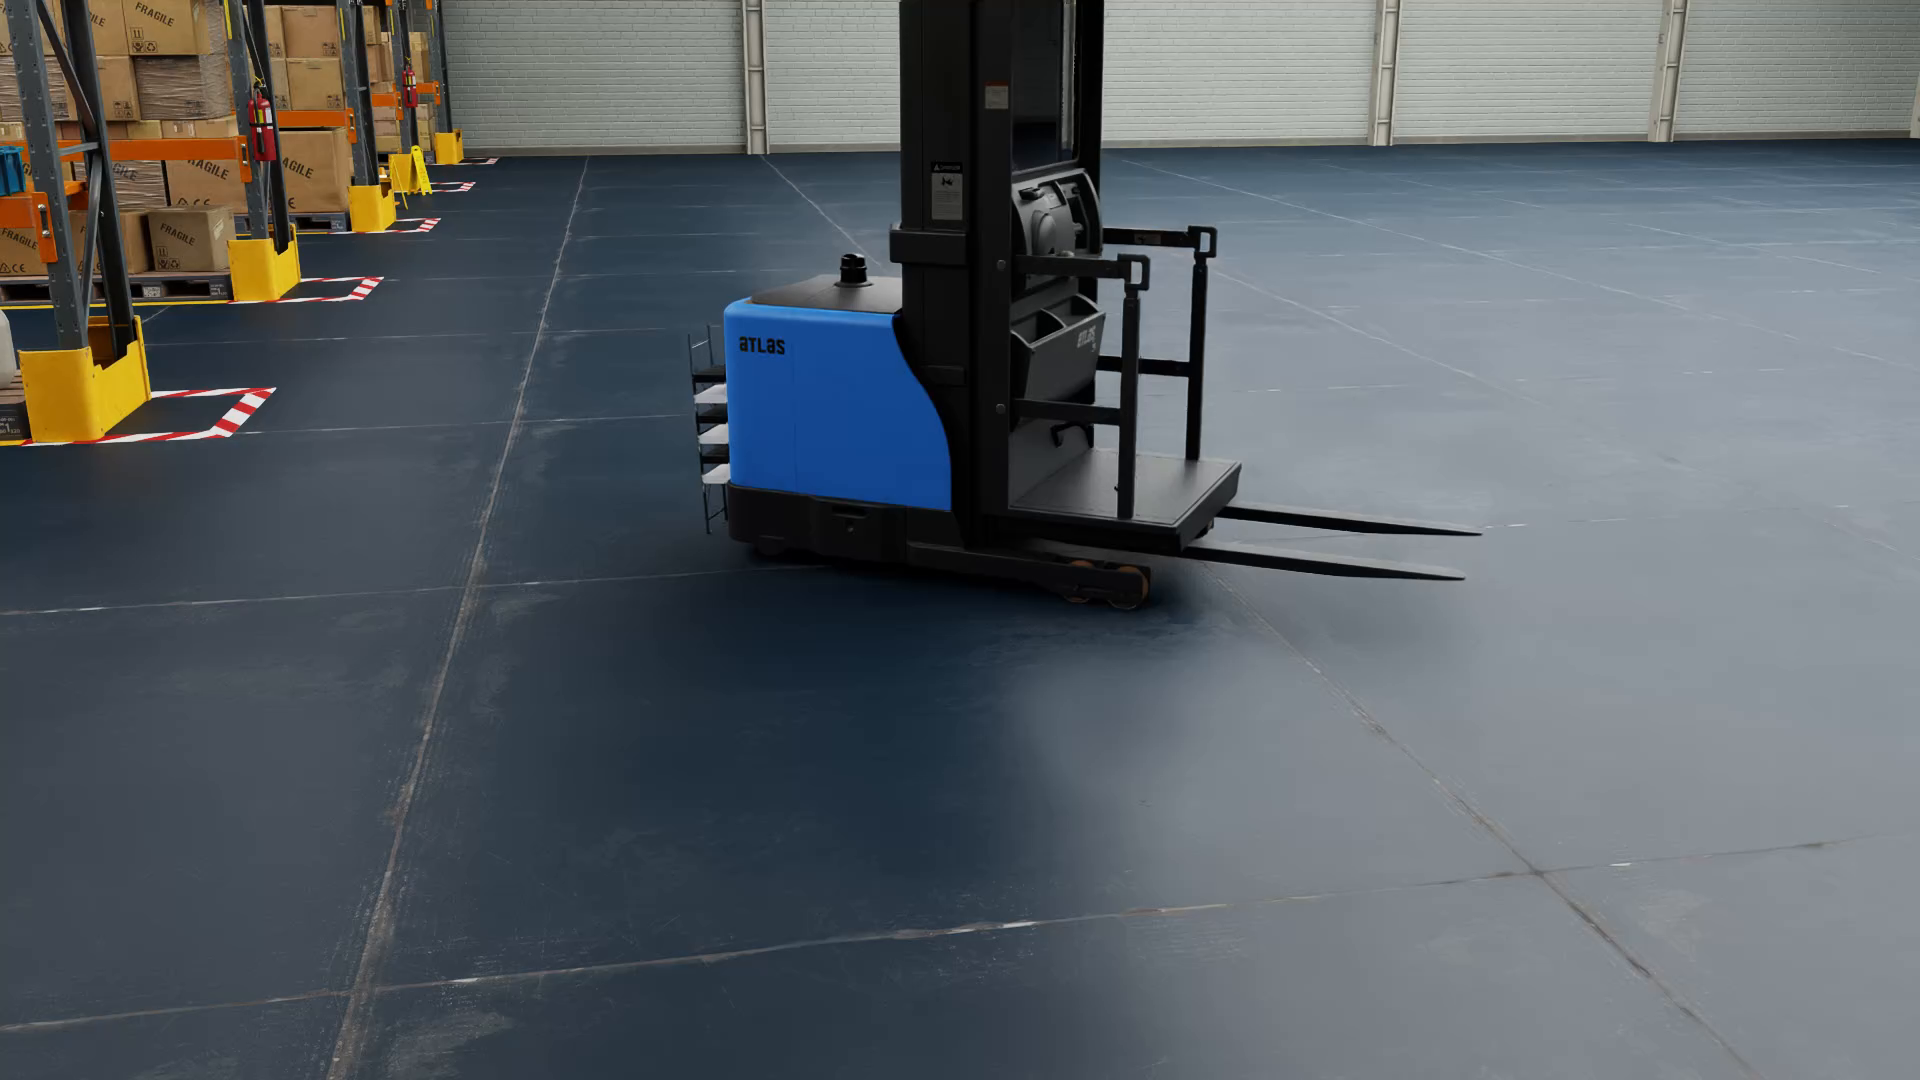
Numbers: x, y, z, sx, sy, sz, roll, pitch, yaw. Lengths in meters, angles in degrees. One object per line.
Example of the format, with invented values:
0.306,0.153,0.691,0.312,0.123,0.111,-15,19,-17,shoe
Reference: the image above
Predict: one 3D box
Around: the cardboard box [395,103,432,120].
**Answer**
-9.078,-7.115,27.633,0.500,0.250,0.500,-3,17,-9,cardboard box

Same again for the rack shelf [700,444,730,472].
-1.010,-0.367,7.376,0.200,0.077,0.258,1,17,14,rack shelf

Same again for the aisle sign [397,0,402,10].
-7.624,-7.598,22.513,0.004,0.787,0.394,-3,17,-10,aisle sign

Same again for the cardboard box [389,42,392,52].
-9.218,-8.101,27.304,0.250,0.149,0.380,-3,17,-10,cardboard box

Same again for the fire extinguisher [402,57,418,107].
-7.540,-6.272,22.756,0.183,0.674,0.296,-3,17,-10,fire extinguisher

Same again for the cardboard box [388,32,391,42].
-9.233,-8.263,27.324,0.250,0.149,0.380,-3,17,-10,cardboard box

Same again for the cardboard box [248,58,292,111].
-7.593,-5.015,18.276,0.550,0.550,0.875,-3,17,-10,cardboard box

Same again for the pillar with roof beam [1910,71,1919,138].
20.732,-11.385,29.053,0.400,9.000,9.100,-3,17,-10,pillar with roof beam

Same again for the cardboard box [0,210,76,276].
-7.675,-2.482,13.826,0.500,0.500,0.500,-2,17,-5,cardboard box

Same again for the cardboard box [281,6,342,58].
-7.073,-5.593,18.317,0.550,0.550,0.875,-3,17,-10,cardboard box

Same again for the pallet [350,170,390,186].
-8.619,-5.063,23.437,1.213,0.211,1.003,-3,17,-10,pallet

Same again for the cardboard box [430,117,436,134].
-9.186,-7.025,28.192,0.500,0.250,0.500,-3,17,-9,cardboard box

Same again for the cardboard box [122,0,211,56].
-6.353,-4.145,13.318,0.500,0.500,0.500,-3,17,-10,cardboard box

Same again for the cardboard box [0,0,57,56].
-7.334,-4.088,13.134,0.500,0.500,0.500,-3,17,-10,cardboard box

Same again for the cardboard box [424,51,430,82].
-9.224,-7.967,27.970,0.500,0.500,0.500,-3,17,-9,cardboard box

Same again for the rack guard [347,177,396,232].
-6.678,-3.821,18.900,0.348,0.500,1.175,-3,17,-10,rack guard

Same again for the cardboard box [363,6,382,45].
-8.200,-7.012,22.653,0.500,0.500,0.700,-4,17,-12,cardboard box

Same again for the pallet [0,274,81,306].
-7.934,-2.140,13.918,1.213,0.211,1.003,-3,17,-10,pallet

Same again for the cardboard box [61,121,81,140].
-7.083,-3.329,13.470,0.250,0.149,0.380,-3,17,-10,cardboard box

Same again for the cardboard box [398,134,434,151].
-9.087,-6.635,27.774,0.500,0.250,0.500,-3,17,-10,cardboard box

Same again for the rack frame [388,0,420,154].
-7.740,-6.436,23.156,0.127,3.000,1.000,-3,17,-10,rack frame

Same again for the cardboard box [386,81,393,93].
-8.113,-6.356,23.326,0.250,0.149,0.380,-3,17,-10,cardboard box

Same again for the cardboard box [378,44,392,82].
-8.258,-6.679,23.272,0.500,0.500,0.500,-4,17,-11,cardboard box

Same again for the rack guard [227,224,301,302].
-5.934,-2.380,14.208,0.348,0.500,1.175,-3,17,-10,rack guard

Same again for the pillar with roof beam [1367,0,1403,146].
8.950,-10.717,26.877,0.400,9.000,9.100,-3,17,-10,pillar with roof beam

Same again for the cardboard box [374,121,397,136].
-9.598,-6.850,27.620,0.500,0.250,0.500,-3,17,-11,cardboard box

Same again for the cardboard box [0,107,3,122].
-7.865,-3.644,13.389,0.500,0.500,0.875,-3,17,-10,cardboard box

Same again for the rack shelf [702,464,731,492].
-1.006,-0.281,7.401,0.200,0.077,0.258,1,17,14,rack shelf

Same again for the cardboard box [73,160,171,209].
-9.114,-4.043,18.269,0.875,0.875,0.875,-3,17,-10,cardboard box

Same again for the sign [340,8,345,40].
-6.612,-5.524,17.812,0.005,0.325,0.100,-3,17,-10,sign

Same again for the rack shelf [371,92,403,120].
-9.703,-5.980,22.899,4.000,0.370,1.077,-3,17,-10,rack shelf

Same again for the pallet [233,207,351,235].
-7.472,-3.614,18.719,1.213,0.211,1.003,-3,17,-10,pallet

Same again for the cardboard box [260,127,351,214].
-7.355,-4.143,18.594,0.875,0.875,0.875,-3,17,-10,cardboard box

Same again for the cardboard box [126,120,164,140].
-6.582,-3.341,13.508,0.250,0.149,0.380,-3,17,-10,cardboard box

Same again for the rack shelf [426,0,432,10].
-10.649,-8.845,27.117,4.000,0.370,1.077,-3,17,-10,rack shelf

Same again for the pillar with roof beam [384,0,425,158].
-8.723,-9.714,23.612,0.400,9.000,9.100,-3,17,-10,pillar with roof beam

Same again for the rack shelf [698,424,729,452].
-1.015,-0.453,7.350,0.200,0.077,0.258,1,17,14,rack shelf

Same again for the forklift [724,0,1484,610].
0.578,-1.307,6.576,3.031,2.935,1.130,7,18,22,forklift

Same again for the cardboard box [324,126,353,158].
-8.477,-5.561,22.998,0.500,0.500,0.500,-3,17,-10,cardboard box

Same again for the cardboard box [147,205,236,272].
-6.476,-2.555,14.063,0.500,0.500,0.500,0,17,0,cardboard box

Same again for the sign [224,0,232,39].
-5.774,-4.122,13.114,0.005,0.325,0.100,-3,17,-10,sign

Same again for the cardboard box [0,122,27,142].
-7.553,-3.269,13.276,0.250,0.149,0.380,-3,17,-10,cardboard box

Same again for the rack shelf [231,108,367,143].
-8.665,-4.559,18.271,4.000,0.370,1.077,-3,17,-10,rack shelf

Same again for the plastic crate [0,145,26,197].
-5.355,-1.966,8.856,0.616,0.251,0.499,-3,17,-10,plastic crate

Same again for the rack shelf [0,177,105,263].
-6.884,-1.696,8.949,4.000,0.370,1.077,-3,17,-10,rack shelf

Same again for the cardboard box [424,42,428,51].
-9.067,-8.280,27.886,0.250,0.149,0.380,-4,17,-12,cardboard box

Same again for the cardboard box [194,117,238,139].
-6.101,-3.383,13.646,0.250,0.149,0.380,-3,17,-10,cardboard box

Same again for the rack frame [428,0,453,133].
-8.685,-7.866,27.814,0.127,3.000,1.000,-3,17,-10,rack frame

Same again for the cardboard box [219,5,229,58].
-8.171,-5.543,18.156,0.550,0.550,0.875,-3,17,-10,cardboard box

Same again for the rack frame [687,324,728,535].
-1.115,-0.487,7.367,0.006,0.900,0.240,1,17,14,rack frame

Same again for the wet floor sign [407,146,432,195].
-7.350,-5.012,22.532,0.232,0.644,0.267,3,17,9,wet floor sign

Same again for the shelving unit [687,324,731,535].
-1.016,-0.485,7.341,0.210,0.900,0.258,1,17,14,shelving unit

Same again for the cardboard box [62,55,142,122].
-6.873,-3.684,13.519,0.500,0.500,0.875,-3,17,-10,cardboard box

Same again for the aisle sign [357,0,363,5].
-6.689,-6.347,18.441,0.004,0.787,0.394,-3,17,-10,aisle sign

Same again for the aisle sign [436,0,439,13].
-8.565,-9.028,27.169,0.004,0.787,0.394,-3,17,-10,aisle sign

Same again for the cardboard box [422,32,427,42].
-9.055,-8.409,27.800,0.250,0.149,0.380,-4,17,-12,cardboard box
